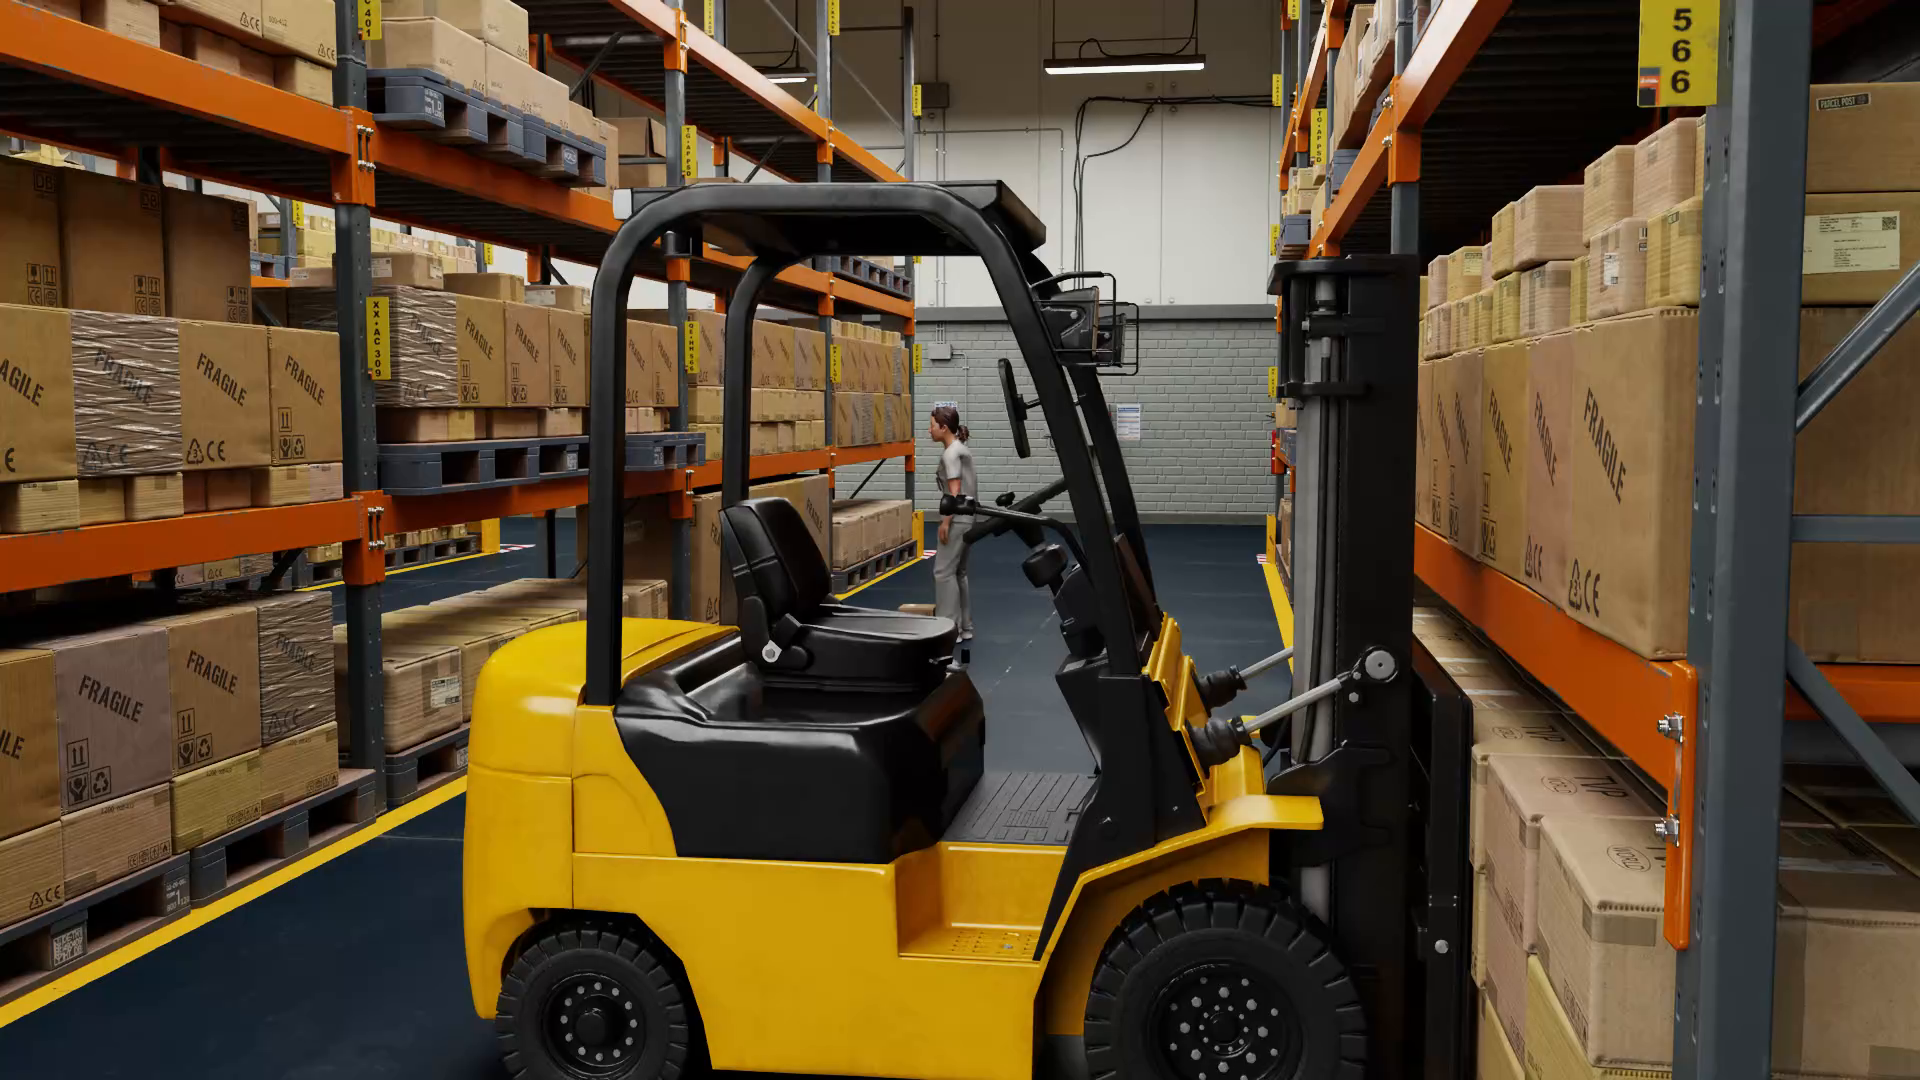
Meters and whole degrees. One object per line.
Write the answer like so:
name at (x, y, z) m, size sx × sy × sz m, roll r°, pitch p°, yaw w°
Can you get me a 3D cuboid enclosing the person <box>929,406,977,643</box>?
person at (-0.082, -0.111, 11.757) m, size 0.409 × 1.673 × 0.514 m, roll 0°, pitch 5°, yaw 6°
